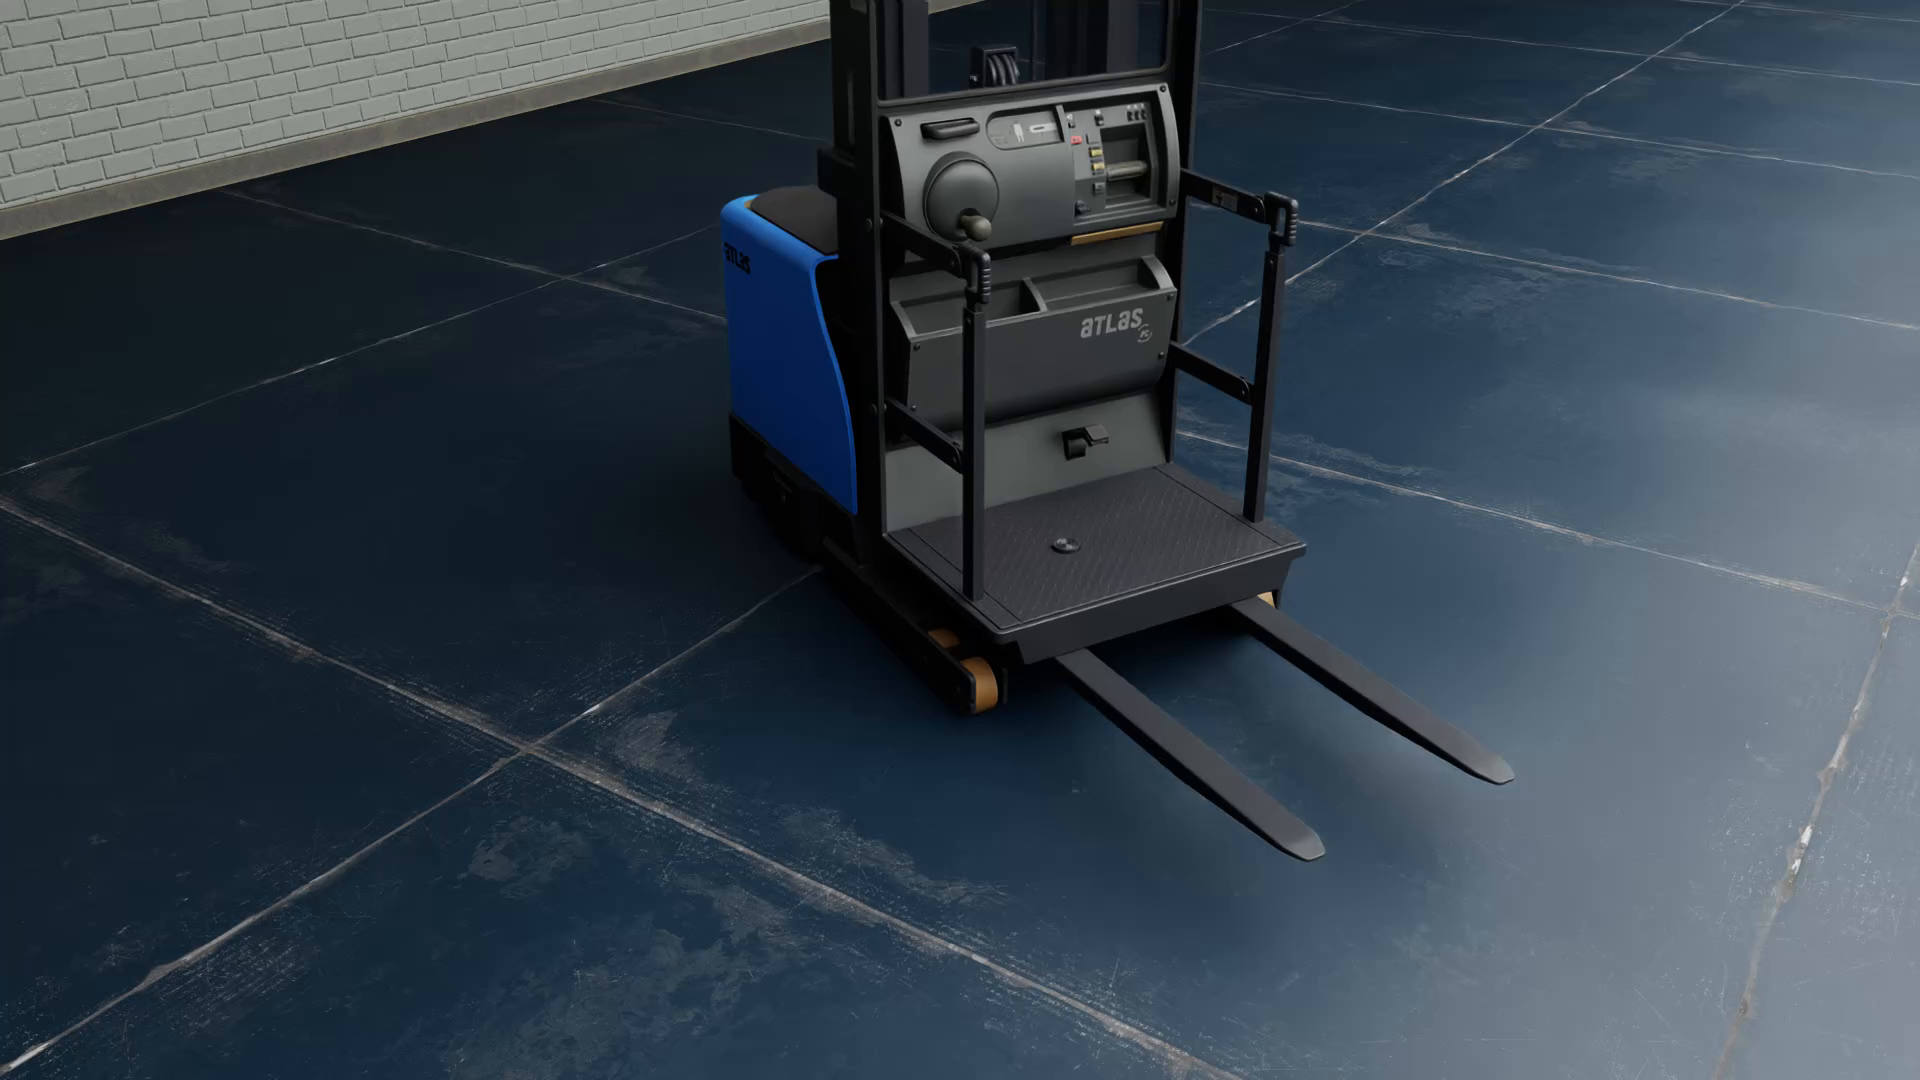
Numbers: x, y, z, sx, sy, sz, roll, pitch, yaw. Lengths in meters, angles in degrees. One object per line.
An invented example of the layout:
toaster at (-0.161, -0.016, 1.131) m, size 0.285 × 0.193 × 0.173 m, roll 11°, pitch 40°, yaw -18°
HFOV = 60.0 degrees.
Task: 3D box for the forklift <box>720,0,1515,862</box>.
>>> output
forklift at (0.334, -1.043, 4.567) m, size 1.130 × 2.935 × 3.031 m, roll -15°, pitch 30°, yaw -26°
